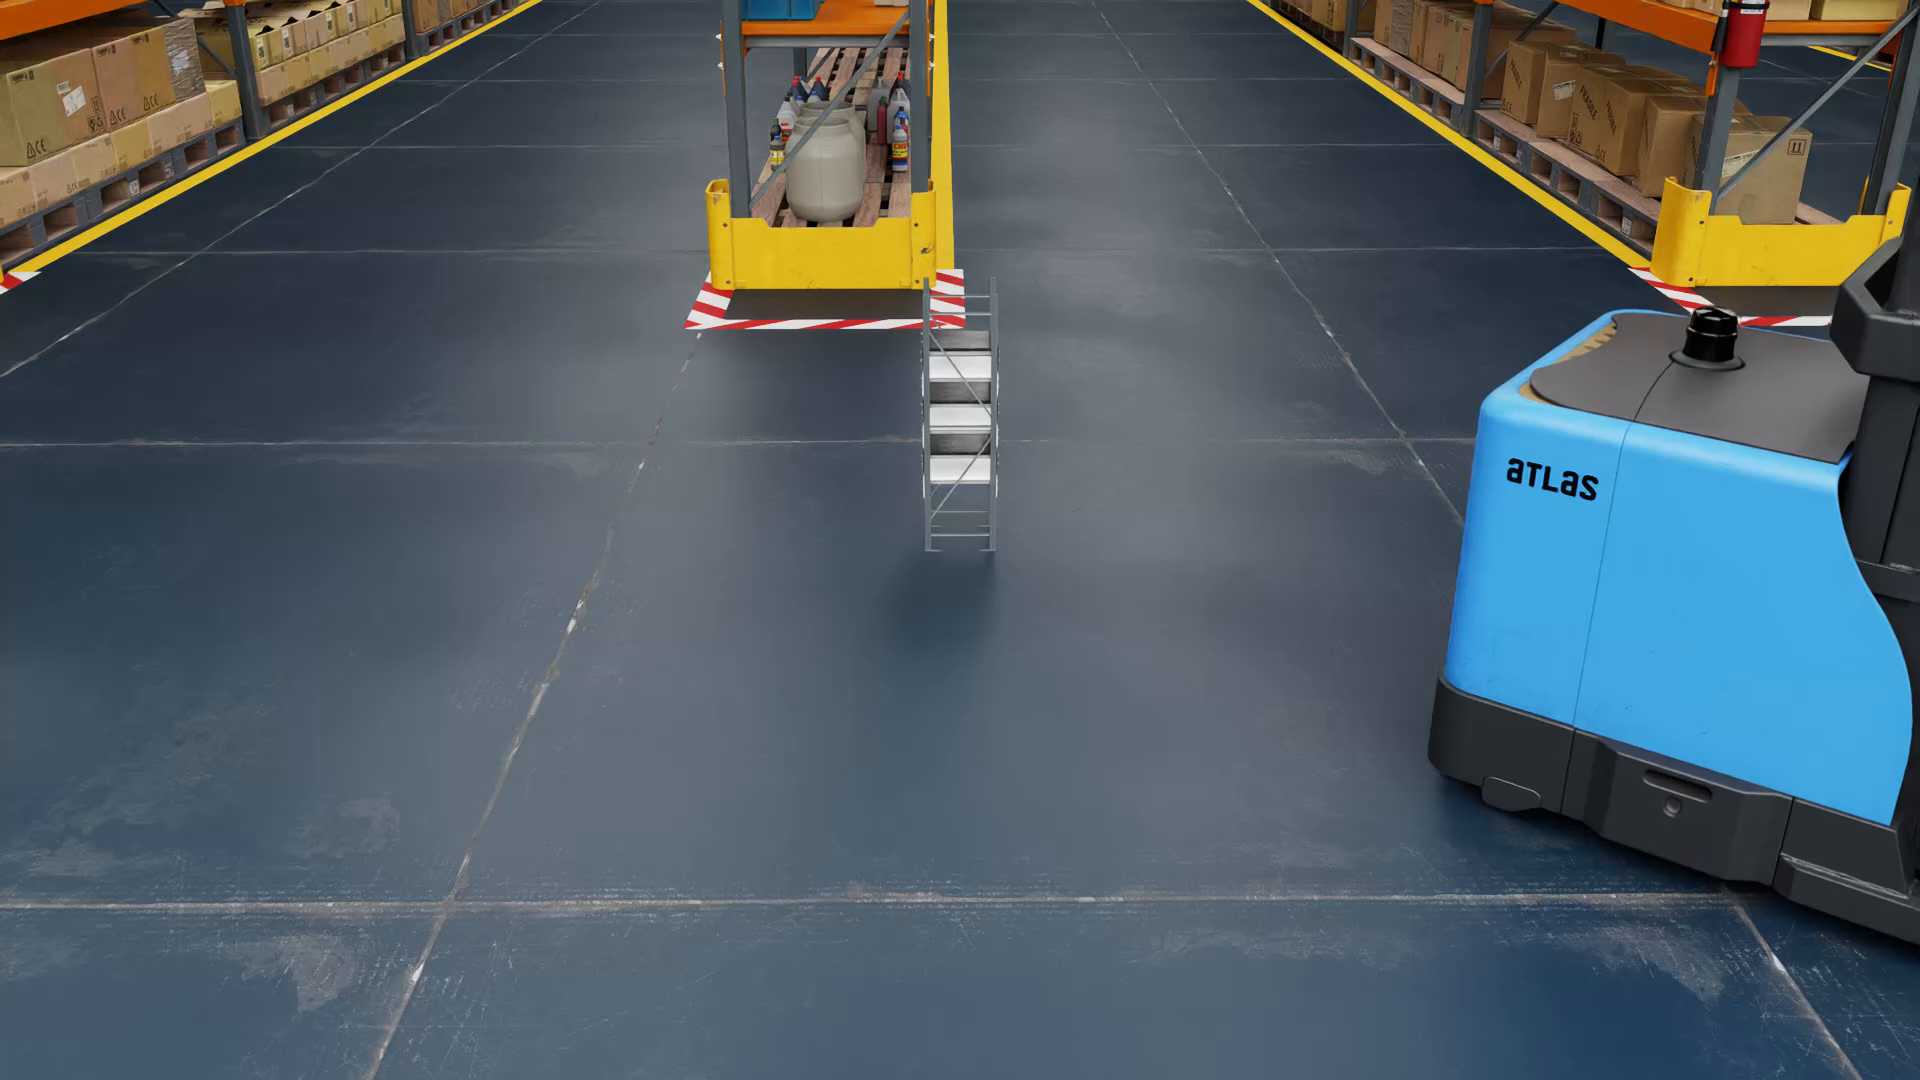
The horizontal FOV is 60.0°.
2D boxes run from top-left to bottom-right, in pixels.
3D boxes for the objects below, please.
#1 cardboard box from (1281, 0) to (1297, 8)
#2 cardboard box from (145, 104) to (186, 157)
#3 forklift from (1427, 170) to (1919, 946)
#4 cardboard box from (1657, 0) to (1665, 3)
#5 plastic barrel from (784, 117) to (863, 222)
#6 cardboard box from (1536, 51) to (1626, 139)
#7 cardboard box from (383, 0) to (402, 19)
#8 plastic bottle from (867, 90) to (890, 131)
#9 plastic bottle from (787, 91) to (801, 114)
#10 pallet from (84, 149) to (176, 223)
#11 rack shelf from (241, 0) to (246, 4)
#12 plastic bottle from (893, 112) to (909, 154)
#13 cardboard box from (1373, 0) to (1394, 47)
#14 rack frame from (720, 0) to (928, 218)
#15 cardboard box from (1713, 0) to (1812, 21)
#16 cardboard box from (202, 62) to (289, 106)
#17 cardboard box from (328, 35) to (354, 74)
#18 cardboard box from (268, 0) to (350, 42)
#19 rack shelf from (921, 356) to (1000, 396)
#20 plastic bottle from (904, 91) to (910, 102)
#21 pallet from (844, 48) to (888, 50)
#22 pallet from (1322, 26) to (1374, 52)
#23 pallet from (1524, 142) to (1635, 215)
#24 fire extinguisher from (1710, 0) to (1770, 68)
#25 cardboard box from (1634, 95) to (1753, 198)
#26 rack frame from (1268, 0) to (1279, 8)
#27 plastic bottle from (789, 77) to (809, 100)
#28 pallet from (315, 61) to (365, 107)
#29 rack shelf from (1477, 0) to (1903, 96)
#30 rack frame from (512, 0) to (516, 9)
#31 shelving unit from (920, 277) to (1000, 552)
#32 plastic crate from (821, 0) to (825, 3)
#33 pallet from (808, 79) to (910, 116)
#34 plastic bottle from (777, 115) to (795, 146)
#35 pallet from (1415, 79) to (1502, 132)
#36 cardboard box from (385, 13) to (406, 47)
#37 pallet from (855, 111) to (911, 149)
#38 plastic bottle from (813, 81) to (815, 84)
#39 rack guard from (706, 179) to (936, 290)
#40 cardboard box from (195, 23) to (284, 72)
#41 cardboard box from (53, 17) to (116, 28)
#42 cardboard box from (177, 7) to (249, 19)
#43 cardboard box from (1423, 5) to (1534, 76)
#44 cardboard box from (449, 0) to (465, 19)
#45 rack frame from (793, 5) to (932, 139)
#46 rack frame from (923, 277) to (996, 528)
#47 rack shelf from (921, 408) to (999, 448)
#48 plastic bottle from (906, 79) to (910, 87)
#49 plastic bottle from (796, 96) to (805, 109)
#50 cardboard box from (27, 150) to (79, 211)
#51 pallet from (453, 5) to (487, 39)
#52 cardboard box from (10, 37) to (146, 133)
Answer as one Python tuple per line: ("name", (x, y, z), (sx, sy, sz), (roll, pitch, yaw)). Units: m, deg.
("cardboard box", (4.195, -6.264, 18.029), (1.225, 0.875, 0.875), (-1, 24, -2))
("cardboard box", (-5.421, -2.670, 10.840), (0.500, 0.250, 0.500), (0, 24, -1))
("forklift", (2.693, -0.482, 3.259), (3.031, 2.935, 1.130), (18, 30, 34))
("cardboard box", (4.036, -3.039, 9.134), (0.380, 0.149, 0.250), (0, 24, -1))
("plastic barrel", (-0.748, -2.035, 9.118), (0.421, 0.512, 0.421), (0, 24, 0))
("cardboard box", (4.223, -3.028, 11.328), (0.500, 0.500, 0.500), (8, 25, 16))
("cardboard box", (-5.452, -4.961, 15.225), (0.500, 0.311, 0.500), (0, 24, 1))
("plastic bottle", (-0.558, -2.959, 11.425), (0.152, 0.276, 0.135), (0, 24, -1))
("plastic bottle", (-1.107, -2.760, 10.894), (0.144, 0.351, 0.185), (0, 24, -1))
("pallet", (-5.678, -2.231, 10.427), (1.003, 0.211, 1.213), (0, 24, -1))
("rack shelf", (-5.683, -4.830, 13.662), (1.077, 0.370, 4.000), (0, 24, -1))
("plastic bottle", (-0.377, -2.594, 10.623), (0.097, 0.271, 0.097), (0, 24, 0))
("cardboard box", (4.229, -4.810, 15.245), (0.700, 0.500, 0.500), (-2, 24, -3))
("rack frame", (-0.664, -2.706, 8.093), (1.000, 3.000, 0.127), (0, 24, -1))
("cardboard box", (4.079, -2.730, 8.451), (0.380, 0.149, 0.250), (0, 24, -1))
("cardboard box", (-5.417, -3.439, 12.541), (0.500, 0.250, 0.500), (-1, 24, -2))
("cardboard box", (-5.435, -4.073, 13.942), (0.500, 0.250, 0.500), (0, 24, 0))
("cardboard box", (-5.434, -4.332, 13.836), (0.500, 0.311, 0.500), (0, 24, 1))
("rack shelf", (0.000, -0.547, 5.512), (0.258, 0.077, 0.200), (0, 24, -1))
("plastic bottle", (-0.367, -2.907, 11.300), (0.061, 0.283, 0.133), (1, 24, 3))
("pallet", (-0.802, -5.057, 16.674), (1.003, 0.211, 1.213), (0, 24, -1))
("pallet", (4.268, -5.079, 16.724), (1.003, 0.211, 1.213), (0, 24, -1))
("pallet", (4.304, -2.325, 10.635), (1.003, 0.211, 1.213), (0, 24, -1))
("fire extinguisher", (3.829, -2.644, 8.049), (0.296, 0.674, 0.183), (0, 24, -1))
("cardboard box", (4.258, -2.284, 9.684), (0.500, 0.500, 0.500), (6, 25, 13))
("rack frame", (4.158, -7.673, 19.075), (1.000, 3.000, 0.127), (0, 24, -1))
("plastic bottle", (-1.114, -3.013, 11.453), (0.144, 0.351, 0.185), (0, 24, 1))
("pallet", (-5.724, -3.870, 14.051), (1.003, 0.211, 1.213), (0, 24, -1))
("rack shelf", (4.267, -3.225, 10.112), (1.077, 0.370, 4.000), (0, 24, -1))
("rack frame", (-5.748, -7.630, 18.980), (1.000, 3.000, 0.127), (0, 24, -1))
("shelving unit", (0.000, -0.413, 5.572), (0.258, 0.900, 0.210), (0, 24, -1))
("plastic crate", (-0.970, -3.111, 9.168), (0.499, 0.251, 0.408), (0, 24, -1))
("pallet", (-0.755, -3.407, 13.027), (1.003, 0.211, 1.213), (0, 24, -1))
("plastic bottle", (-1.098, -2.524, 10.462), (0.152, 0.276, 0.135), (0, 24, 0))
("pallet", (4.235, -3.427, 13.070), (1.003, 0.211, 1.213), (0, 24, -1))
("cardboard box", (-5.455, -4.704, 15.339), (0.500, 0.250, 0.500), (0, 24, 1))
("pallet", (-0.742, -2.807, 11.700), (1.003, 0.211, 1.213), (0, 24, -1))
("plastic bottle", (-1.005, -3.051, 11.619), (0.061, 0.283, 0.133), (0, 24, -1))
("rack guard", (-0.712, -1.598, 8.677), (1.175, 0.500, 0.348), (0, 24, -1))
("cardboard box", (-5.416, -3.699, 12.435), (0.500, 0.311, 0.500), (0, 24, 0))
("cardboard box", (-5.955, -3.215, 11.136), (0.500, 0.500, 0.500), (0, 24, -1))
("cardboard box", (-5.967, -4.113, 13.351), (0.500, 0.311, 0.500), (0, 24, -1))
("cardboard box", (4.267, -4.118, 13.715), (0.700, 0.500, 0.500), (-2, 24, -5))
("cardboard box", (-5.435, -5.654, 17.112), (0.500, 0.500, 0.500), (-1, 24, -1))
("rack frame", (-0.708, -4.354, 11.737), (1.000, 3.000, 0.127), (0, 24, -1))
("rack frame", (-0.001, -0.455, 5.665), (0.240, 0.900, 0.006), (0, 24, -1))
("rack shelf", (0.000, -0.383, 5.586), (0.258, 0.077, 0.200), (0, 24, -1))
("plastic bottle", (-0.373, -3.120, 11.771), (0.061, 0.283, 0.133), (1, 24, 2))
("plastic bottle", (-1.073, -2.839, 11.164), (0.097, 0.271, 0.097), (0, 24, 0))
("cardboard box", (-5.410, -2.052, 9.473), (0.500, 0.250, 0.500), (0, 24, -1))
("pallet", (-5.685, -5.520, 17.700), (1.003, 0.211, 1.213), (0, 24, -1))
("cardboard box", (-5.414, -2.805, 10.230), (0.500, 0.500, 0.500), (0, 24, -1))
